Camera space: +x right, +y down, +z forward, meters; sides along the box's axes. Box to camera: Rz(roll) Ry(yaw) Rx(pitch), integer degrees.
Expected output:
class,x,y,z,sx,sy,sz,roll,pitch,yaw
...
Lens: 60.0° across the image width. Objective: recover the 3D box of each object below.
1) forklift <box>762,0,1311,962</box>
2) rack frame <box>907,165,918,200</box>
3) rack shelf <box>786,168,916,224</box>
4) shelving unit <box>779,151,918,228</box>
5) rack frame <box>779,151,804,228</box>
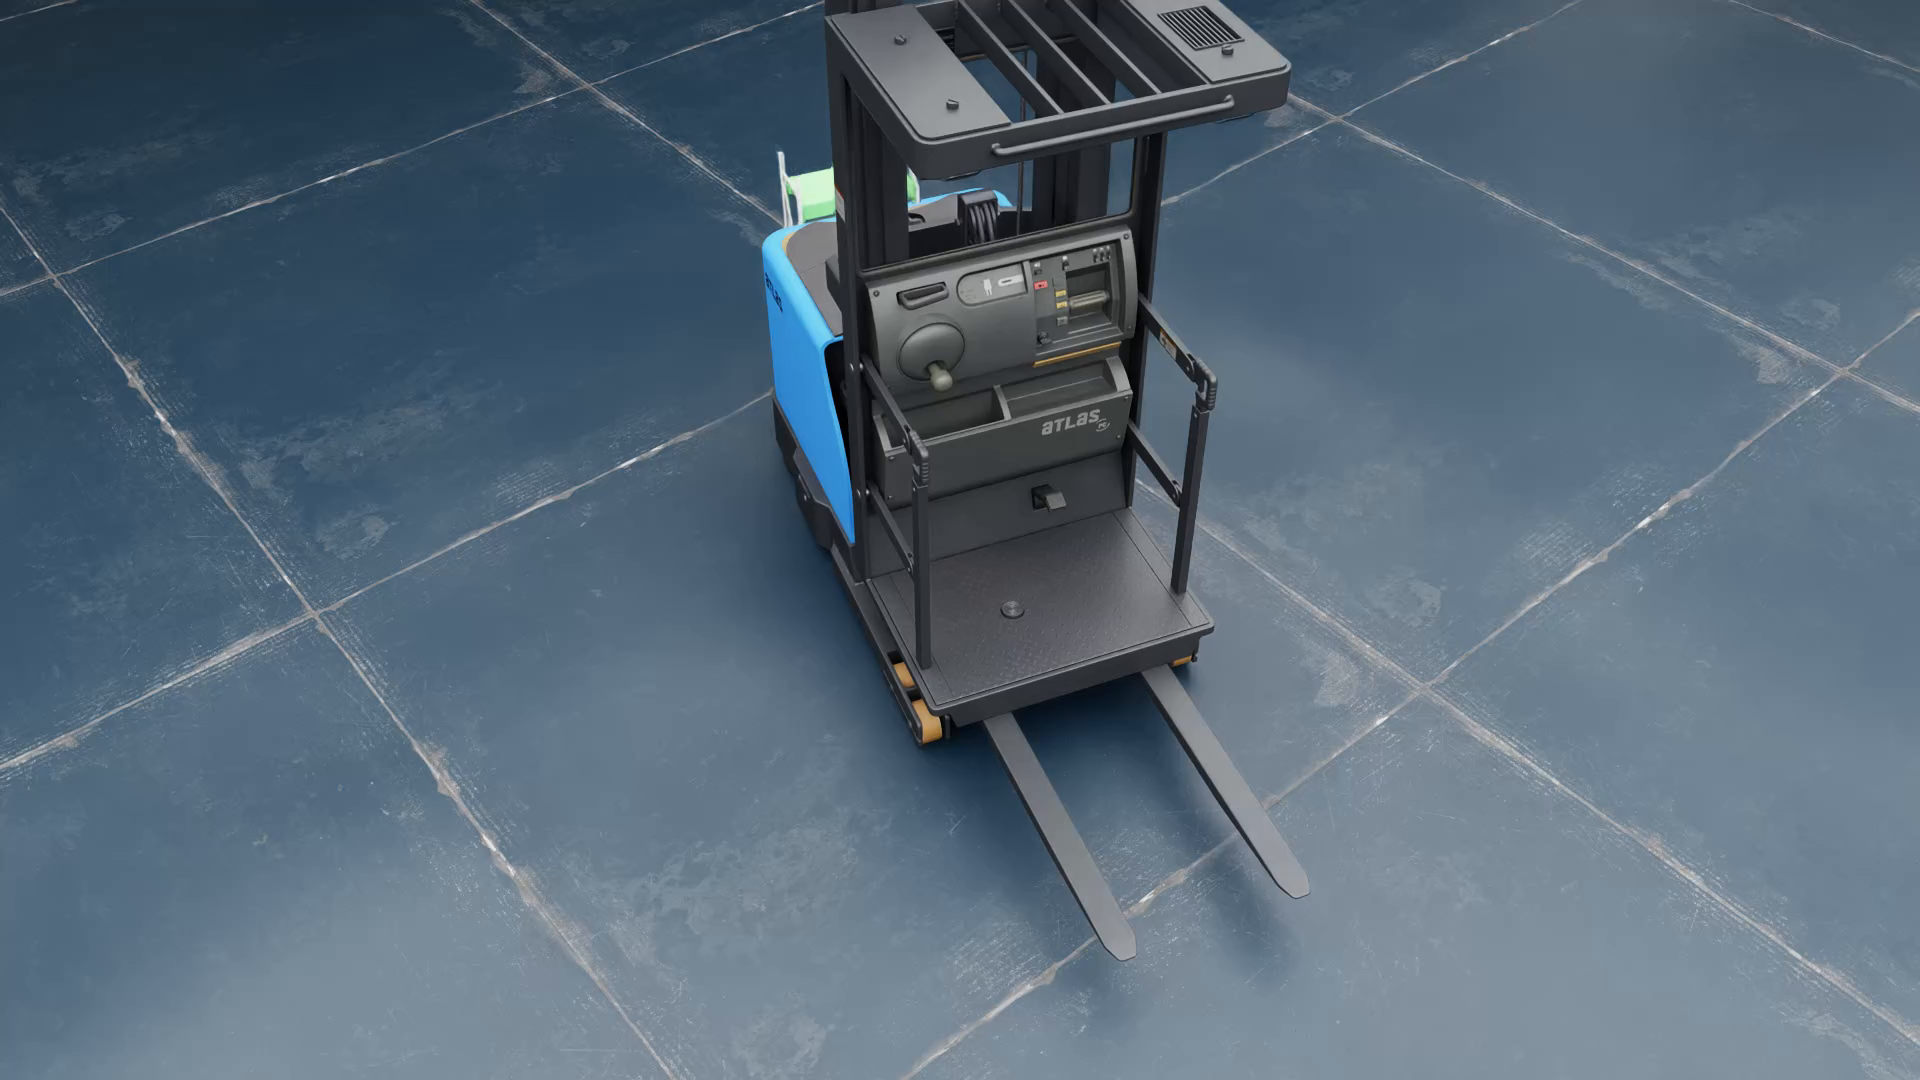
class,x,y,z,sx,sy,sz,roll,pitch,yaw
forklift,0.233,-0.670,5.322,1.130,2.935,3.031,-15,45,-16
rack frame,-0.216,-1.157,7.100,0.015,1.200,0.240,-15,44,-16
rack shelf,-0.447,-1.404,6.756,0.480,0.148,0.258,-15,44,-16
shelving unit,-0.443,-1.094,7.034,0.503,1.200,0.258,-15,44,-16
rack frame,-0.669,-1.032,6.967,0.015,1.200,0.240,-15,44,-16
